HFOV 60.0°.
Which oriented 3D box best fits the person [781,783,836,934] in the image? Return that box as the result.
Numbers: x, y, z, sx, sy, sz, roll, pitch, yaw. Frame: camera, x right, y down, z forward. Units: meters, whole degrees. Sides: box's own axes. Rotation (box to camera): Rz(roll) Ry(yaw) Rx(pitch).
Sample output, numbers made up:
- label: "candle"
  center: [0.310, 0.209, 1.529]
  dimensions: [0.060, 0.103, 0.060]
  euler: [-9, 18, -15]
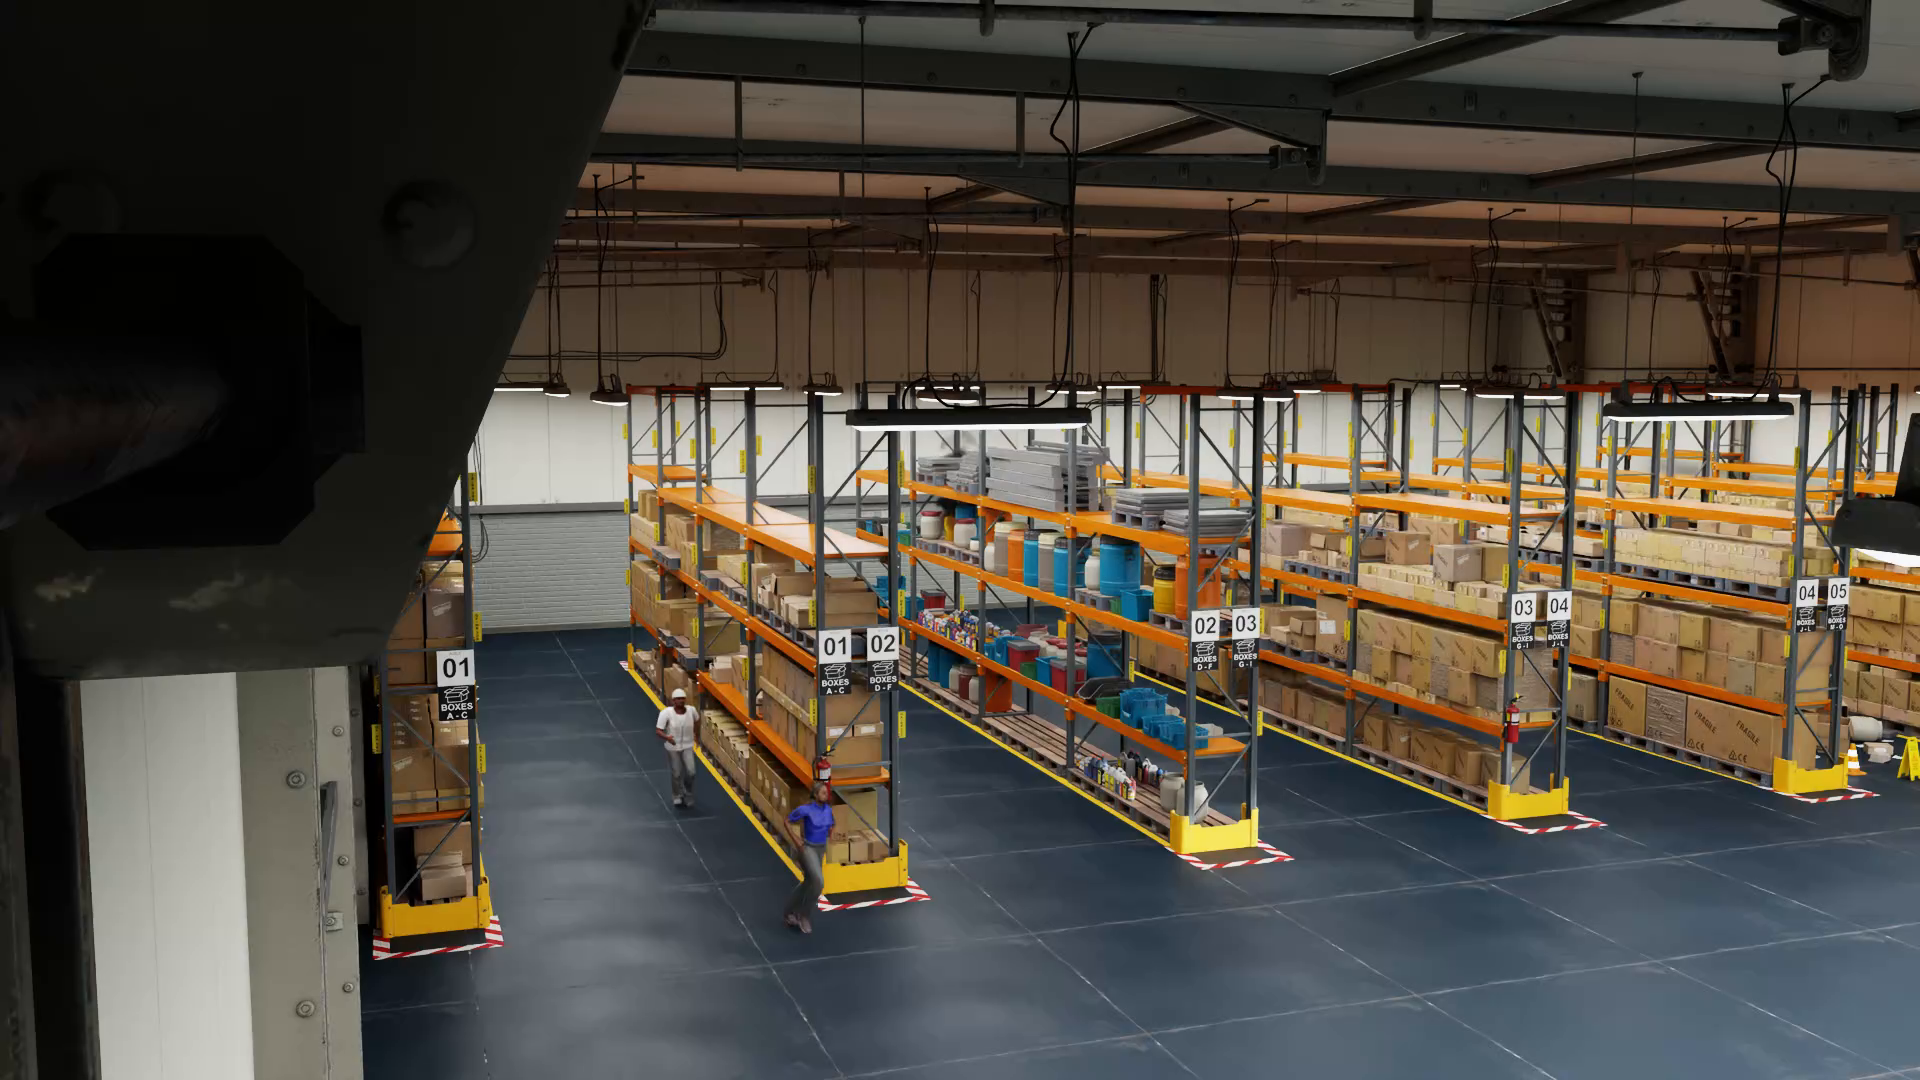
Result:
- label: "person"
  center: [-1.701, 3.585, 18.901]
  dimensions: [0.651, 1.665, 0.612]
  euler: [4, 7, 32]

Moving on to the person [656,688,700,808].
- label: "person"
  center: [-4.021, 2.998, 23.896]
  dimensions: [0.666, 1.751, 0.670]
  euler: [-2, 6, -19]
